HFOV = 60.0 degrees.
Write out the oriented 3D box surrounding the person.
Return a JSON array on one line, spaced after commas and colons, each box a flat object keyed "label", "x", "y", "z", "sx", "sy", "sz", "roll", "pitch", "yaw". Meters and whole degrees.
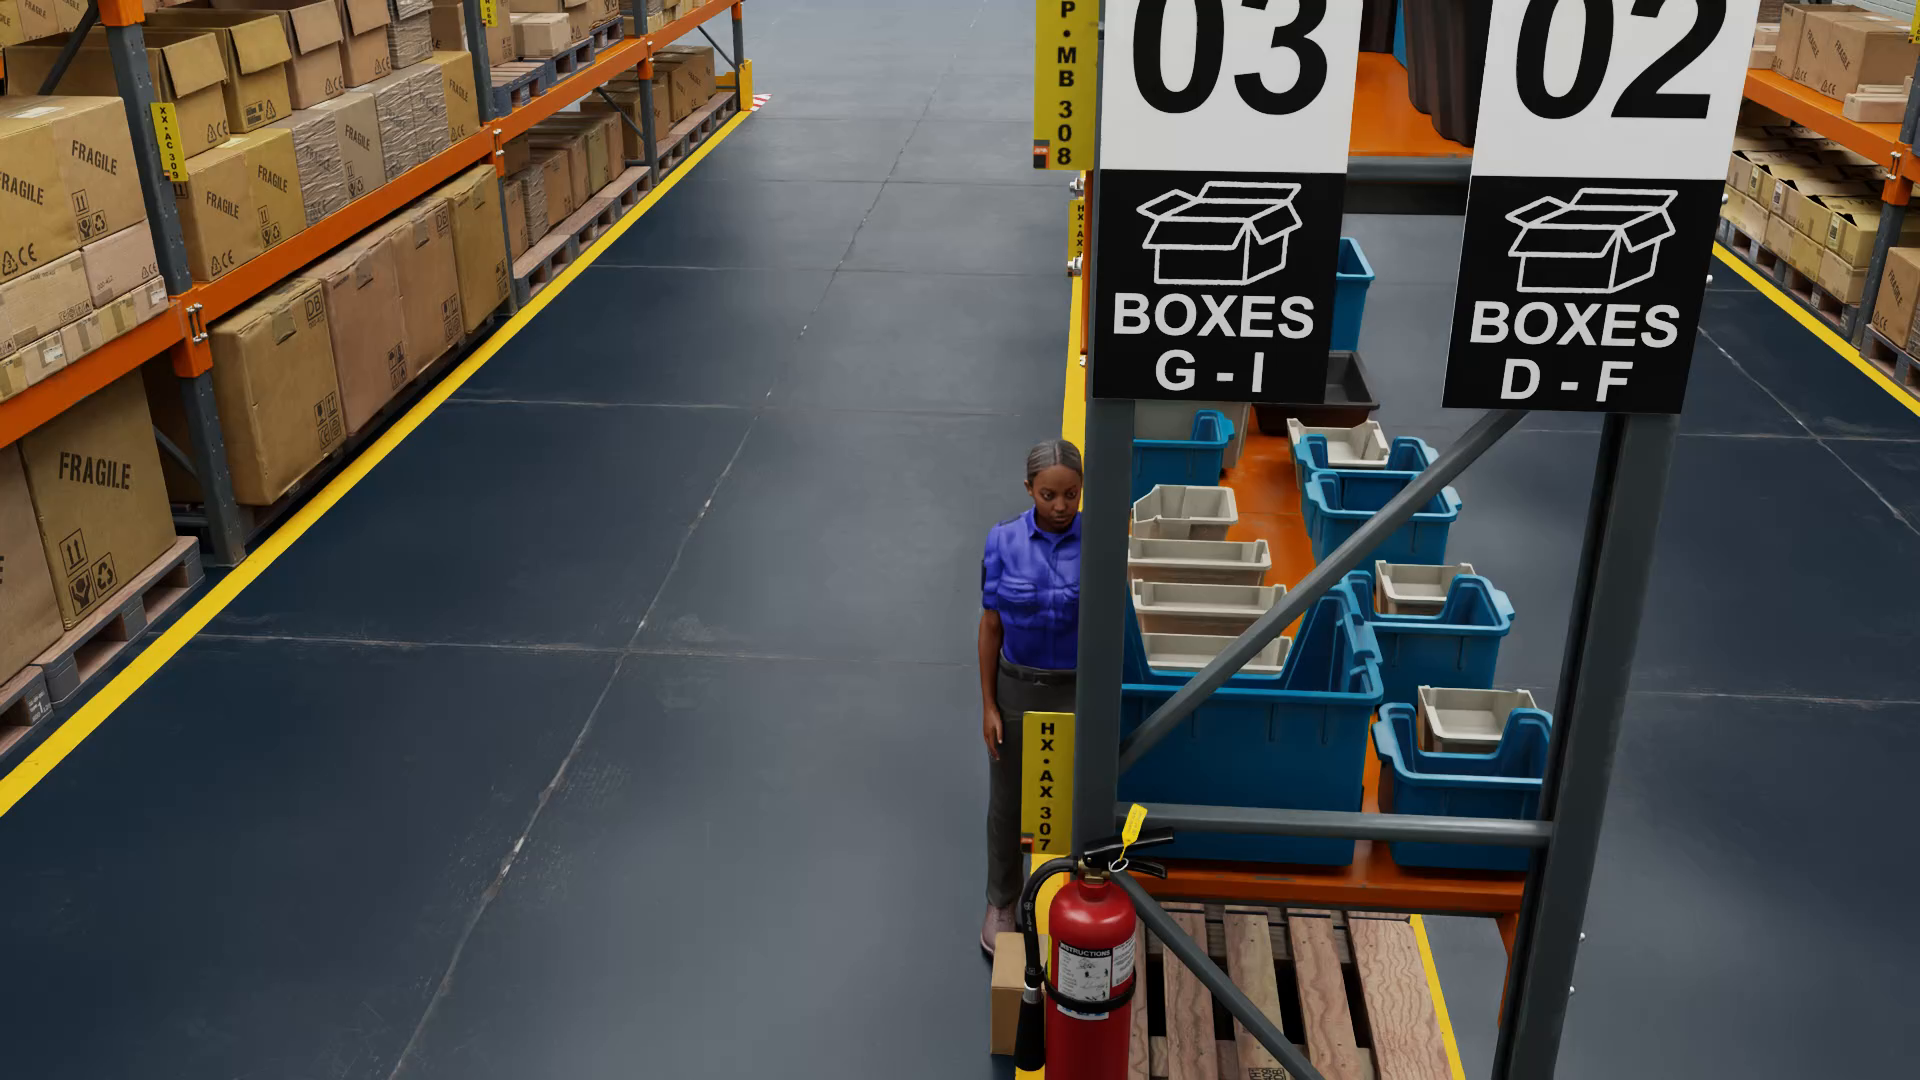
[{"label": "person", "x": 0.273, "y": 0.489, "z": 5.008, "sx": 0.442, "sy": 1.658, "sz": 0.371, "roll": 2, "pitch": 25, "yaw": 5}]
